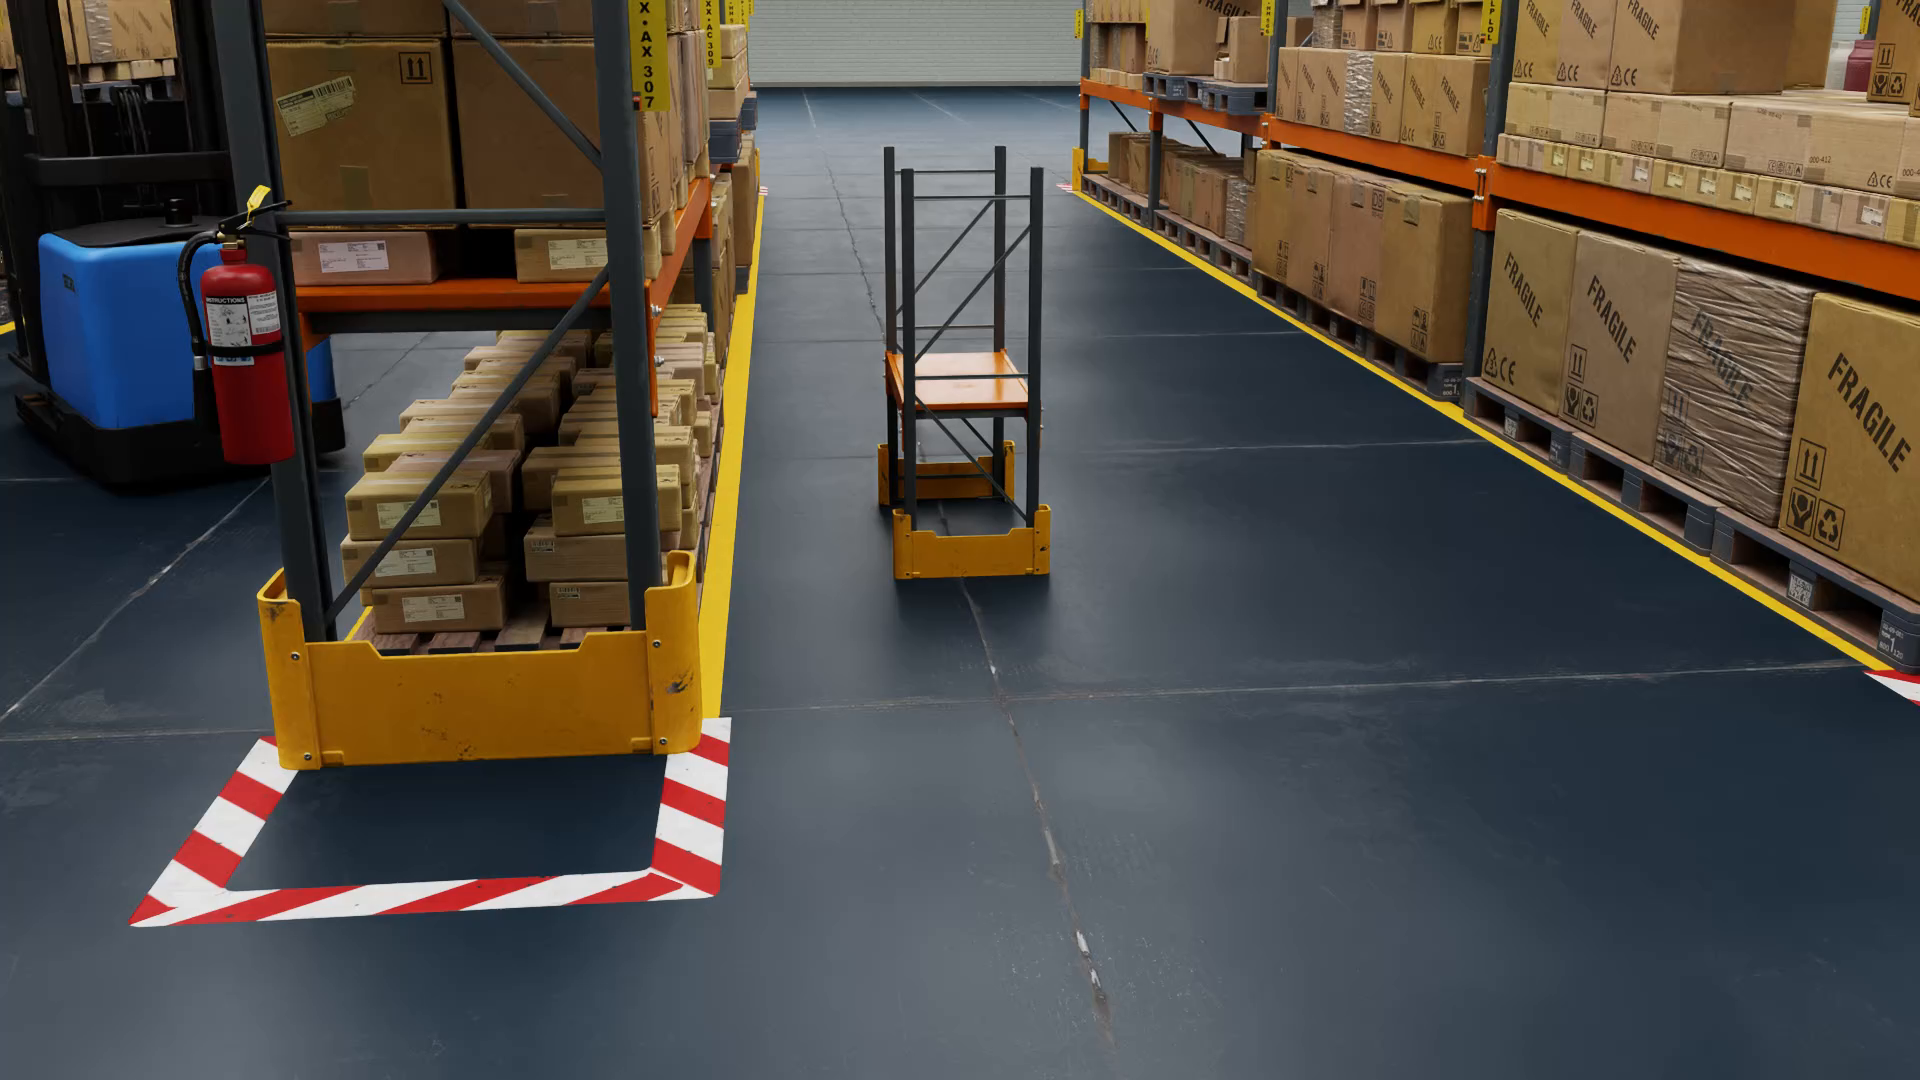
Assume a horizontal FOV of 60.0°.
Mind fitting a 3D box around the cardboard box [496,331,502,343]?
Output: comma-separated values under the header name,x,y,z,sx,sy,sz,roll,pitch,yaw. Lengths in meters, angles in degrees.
name,x,y,z,sx,sy,sz,roll,pitch,yaw
cardboard box,-1.952,-0.957,7.782,0.380,0.149,0.250,-1,17,-3

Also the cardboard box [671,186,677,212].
name,x,y,z,sx,sy,sz,roll,pitch,yaw
cardboard box,-1.257,-1.284,6.178,0.380,0.149,0.250,-1,17,-4

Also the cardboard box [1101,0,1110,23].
name,x,y,z,sx,sy,sz,roll,pitch,yaw
cardboard box,1.839,-5.920,18.194,0.500,0.500,0.500,-2,18,-6

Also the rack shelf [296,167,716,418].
name,x,y,z,sx,sy,sz,roll,pitch,yaw
rack shelf,-1.545,-1.087,6.331,1.077,0.370,4.000,-2,18,-6

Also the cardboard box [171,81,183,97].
name,x,y,z,sx,sy,sz,roll,pitch,yaw
cardboard box,-7.203,-4.210,15.499,0.380,0.149,0.250,-2,18,-6

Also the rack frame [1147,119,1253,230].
name,x,y,z,sx,sy,sz,roll,pitch,yaw
rack frame,2.368,-4.532,16.106,1.000,3.000,0.127,-2,18,-6

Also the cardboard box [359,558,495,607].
name,x,y,z,sx,sy,sz,roll,pitch,yaw
cardboard box,-1.727,0.102,5.403,0.380,0.149,0.250,-1,17,-4

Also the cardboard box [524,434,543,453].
name,x,y,z,sx,sy,sz,roll,pitch,yaw
cardboard box,-1.806,-0.350,6.346,0.380,0.149,0.250,-1,17,-3

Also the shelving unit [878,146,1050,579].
name,x,y,z,sx,sy,sz,roll,pitch,yaw
shelving unit,-0.008,-0.738,6.525,0.587,1.500,1.083,-2,18,-6

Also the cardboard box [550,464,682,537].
name,x,y,z,sx,sy,sz,roll,pitch,yaw
cardboard box,-1.054,-0.125,5.131,0.380,0.149,0.250,-3,18,-8

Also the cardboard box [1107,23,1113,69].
name,x,y,z,sx,sy,sz,roll,pitch,yaw
cardboard box,2.156,-5.604,18.855,0.875,0.500,0.500,-2,18,-6

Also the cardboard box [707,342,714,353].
name,x,y,z,sx,sy,sz,roll,pitch,yaw
cardboard box,-1.362,-0.843,7.918,0.380,0.149,0.250,-3,18,-8

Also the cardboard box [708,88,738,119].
name,x,y,z,sx,sy,sz,roll,pitch,yaw
cardboard box,-1.334,-2.238,8.515,0.380,0.149,0.250,-3,18,-8

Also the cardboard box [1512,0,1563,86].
name,x,y,z,sx,sy,sz,roll,pitch,yaw
cardboard box,2.988,-2.426,7.900,0.500,0.500,0.500,-2,18,-6

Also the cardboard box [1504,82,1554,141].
name,x,y,z,sx,sy,sz,roll,pitch,yaw
cardboard box,2.981,-2.071,8.020,0.500,0.250,0.500,-2,18,-7

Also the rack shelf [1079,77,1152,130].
name,x,y,z,sx,sy,sz,roll,pitch,yaw
rack shelf,2.162,-4.785,18.111,1.077,0.370,4.000,-2,18,-6

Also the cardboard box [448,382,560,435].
name,x,y,z,sx,sy,sz,roll,pitch,yaw
cardboard box,-1.730,-0.497,6.318,0.380,0.149,0.250,-2,18,-7

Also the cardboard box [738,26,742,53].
name,x,y,z,sx,sy,sz,roll,pitch,yaw
cardboard box,-1.468,-2.907,9.653,0.380,0.149,0.250,-1,17,-4

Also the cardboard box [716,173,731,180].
name,x,y,z,sx,sy,sz,roll,pitch,yaw
cardboard box,-1.832,-2.387,11.493,0.500,0.250,0.500,-2,18,-7

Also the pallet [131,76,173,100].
name,x,y,z,sx,sy,sz,roll,pitch,yaw
pallet,-7.555,-3.902,14.419,1.003,0.211,1.213,-2,18,-6

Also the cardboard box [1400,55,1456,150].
name,x,y,z,sx,sy,sz,roll,pitch,yaw
cardboard box,2.829,-2.475,9.386,0.500,0.500,0.500,-1,17,-4

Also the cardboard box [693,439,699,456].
name,x,y,z,sx,sy,sz,roll,pitch,yaw
cardboard box,-1.247,-0.301,6.685,0.380,0.149,0.250,-2,18,-6

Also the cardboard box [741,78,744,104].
name,x,y,z,sx,sy,sz,roll,pitch,yaw
cardboard box,-1.497,-2.702,9.993,0.380,0.149,0.250,-3,18,-8

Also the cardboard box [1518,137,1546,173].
name,x,y,z,sx,sy,sz,roll,pitch,yaw
cardboard box,2.920,-1.852,7.989,0.380,0.149,0.250,-2,18,-7

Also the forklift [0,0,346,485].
name,x,y,z,sx,sy,sz,roll,pitch,yaw
forklift,-4.197,-2.017,8.209,1.130,2.935,3.031,-13,22,-36

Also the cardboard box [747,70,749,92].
name,x,y,z,sx,sy,sz,roll,pitch,yaw
cardboard box,-1.655,-3.165,11.469,0.380,0.149,0.250,-1,17,-5

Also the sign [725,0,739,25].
name,x,y,z,sx,sy,sz,roll,pitch,yaw
sign,-1.625,-3.752,11.818,0.100,0.325,0.005,-2,18,-6

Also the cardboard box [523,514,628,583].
name,x,y,z,sx,sy,sz,roll,pitch,yaw
cardboard box,-1.137,0.020,5.167,0.380,0.149,0.250,-1,17,-3

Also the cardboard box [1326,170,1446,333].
name,x,y,z,sx,sy,sz,roll,pitch,yaw
cardboard box,3.014,-1.792,10.222,1.225,0.875,0.875,-2,18,-8

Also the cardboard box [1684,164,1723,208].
name,x,y,z,sx,sy,sz,roll,pitch,yaw
cardboard box,3.084,-1.389,6.511,0.380,0.149,0.250,-1,17,-5

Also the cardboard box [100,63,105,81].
name,x,y,z,sx,sy,sz,roll,pitch,yaw
cardboard box,-7.146,-3.776,13.414,0.380,0.149,0.250,-2,18,-8

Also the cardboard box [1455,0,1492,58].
name,x,y,z,sx,sy,sz,roll,pitch,yaw
cardboard box,3.119,-2.865,8.954,0.797,0.503,0.637,-2,18,-7

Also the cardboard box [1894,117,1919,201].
name,x,y,z,sx,sy,sz,roll,pitch,yaw
cardboard box,3.292,-1.164,5.129,0.500,0.250,0.500,-2,18,-7

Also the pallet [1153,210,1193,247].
name,x,y,z,sx,sy,sz,roll,pitch,yaw
pallet,2.450,-2.970,15.785,1.003,0.211,1.213,-2,18,-6

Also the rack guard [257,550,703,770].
name,x,y,z,sx,sy,sz,roll,pitch,yaw
rack guard,-1.346,0.336,4.772,1.175,0.500,0.348,-2,18,-6

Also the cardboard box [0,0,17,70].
name,x,y,z,sx,sy,sz,roll,pitch,yaw
cardboard box,-6.893,-3.566,11.662,0.500,0.500,0.500,-2,18,-7

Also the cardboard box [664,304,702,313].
name,x,y,z,sx,sy,sz,roll,pitch,yaw
cardboard box,-1.455,-1.052,8.084,0.380,0.149,0.250,-1,17,-4

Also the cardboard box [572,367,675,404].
name,x,y,z,sx,sy,sz,roll,pitch,yaw
cardboard box,-1.331,-0.588,6.607,0.380,0.149,0.250,-2,18,-6

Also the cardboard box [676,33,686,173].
name,x,y,z,sx,sy,sz,roll,pitch,yaw
cardboard box,-1.287,-1.622,6.174,0.500,0.500,0.500,-2,18,-7

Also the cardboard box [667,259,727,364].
name,x,y,z,sx,sy,sz,roll,pitch,yaw
cardboard box,-1.563,-1.262,9.160,0.500,0.500,0.500,-1,17,-3

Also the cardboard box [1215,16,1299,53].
name,x,y,z,sx,sy,sz,roll,pitch,yaw
cardboard box,2.639,-4.268,14.391,0.797,0.503,0.637,0,17,0

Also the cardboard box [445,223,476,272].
name,x,y,z,sx,sy,sz,roll,pitch,yaw
cardboard box,-1.641,-0.878,4.884,0.380,0.149,0.250,-2,18,-6

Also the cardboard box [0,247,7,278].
name,x,y,z,sx,sy,sz,roll,pitch,yaw
cardboard box,-7.125,-2.150,12.202,0.950,0.372,0.625,-3,18,-9

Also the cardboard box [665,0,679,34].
name,x,y,z,sx,sy,sz,roll,pitch,yaw
cardboard box,-1.210,-1.948,5.542,0.500,0.500,0.500,-2,18,-7

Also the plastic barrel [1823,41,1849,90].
name,x,y,z,sx,sy,sz,roll,pitch,yaw
plastic barrel,7.345,-3.972,14.135,0.421,0.512,0.421,0,17,0

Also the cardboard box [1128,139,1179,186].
name,x,y,z,sx,sy,sz,roll,pitch,yaw
cardboard box,2.145,-4.181,18.459,0.500,0.500,0.500,0,17,0

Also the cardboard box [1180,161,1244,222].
name,x,y,z,sx,sy,sz,roll,pitch,yaw
cardboard box,2.440,-3.223,15.375,0.700,0.500,0.500,-2,18,-6

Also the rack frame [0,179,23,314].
name,x,y,z,sx,sy,sz,roll,pitch,yaw
rack frame,-7.077,-3.034,11.334,1.000,3.000,0.127,-2,18,-6

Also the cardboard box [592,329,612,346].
name,x,y,z,sx,sy,sz,roll,pitch,yaw
cardboard box,-2.078,-1.246,9.111,0.500,0.500,0.500,-2,18,-7

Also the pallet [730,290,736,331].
name,x,y,z,sx,sy,sz,roll,pitch,yaw
pallet,-2.084,-1.654,11.593,1.003,0.211,1.213,-2,18,-6

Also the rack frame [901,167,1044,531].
name,x,y,z,sx,sy,sz,roll,pitch,yaw
rack frame,0.044,-0.590,6.051,0.500,1.500,0.032,-2,18,-6

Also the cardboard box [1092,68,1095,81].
name,x,y,z,sx,sy,sz,roll,pitch,yaw
cardboard box,1.754,-5.437,19.406,0.380,0.149,0.250,-2,18,-6

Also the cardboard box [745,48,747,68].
name,x,y,z,sx,sy,sz,roll,pitch,yaw
cardboard box,-1.630,-3.227,11.170,0.380,0.149,0.250,-1,17,-4

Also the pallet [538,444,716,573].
name,x,y,z,sx,sy,sz,roll,pitch,yaw
pallet,-1.517,-0.132,6.745,1.003,0.211,1.213,-2,18,-6

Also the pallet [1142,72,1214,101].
name,x,y,z,sx,sy,sz,roll,pitch,yaw
pallet,2.302,-4.209,15.395,1.003,0.211,1.213,-2,18,-6
